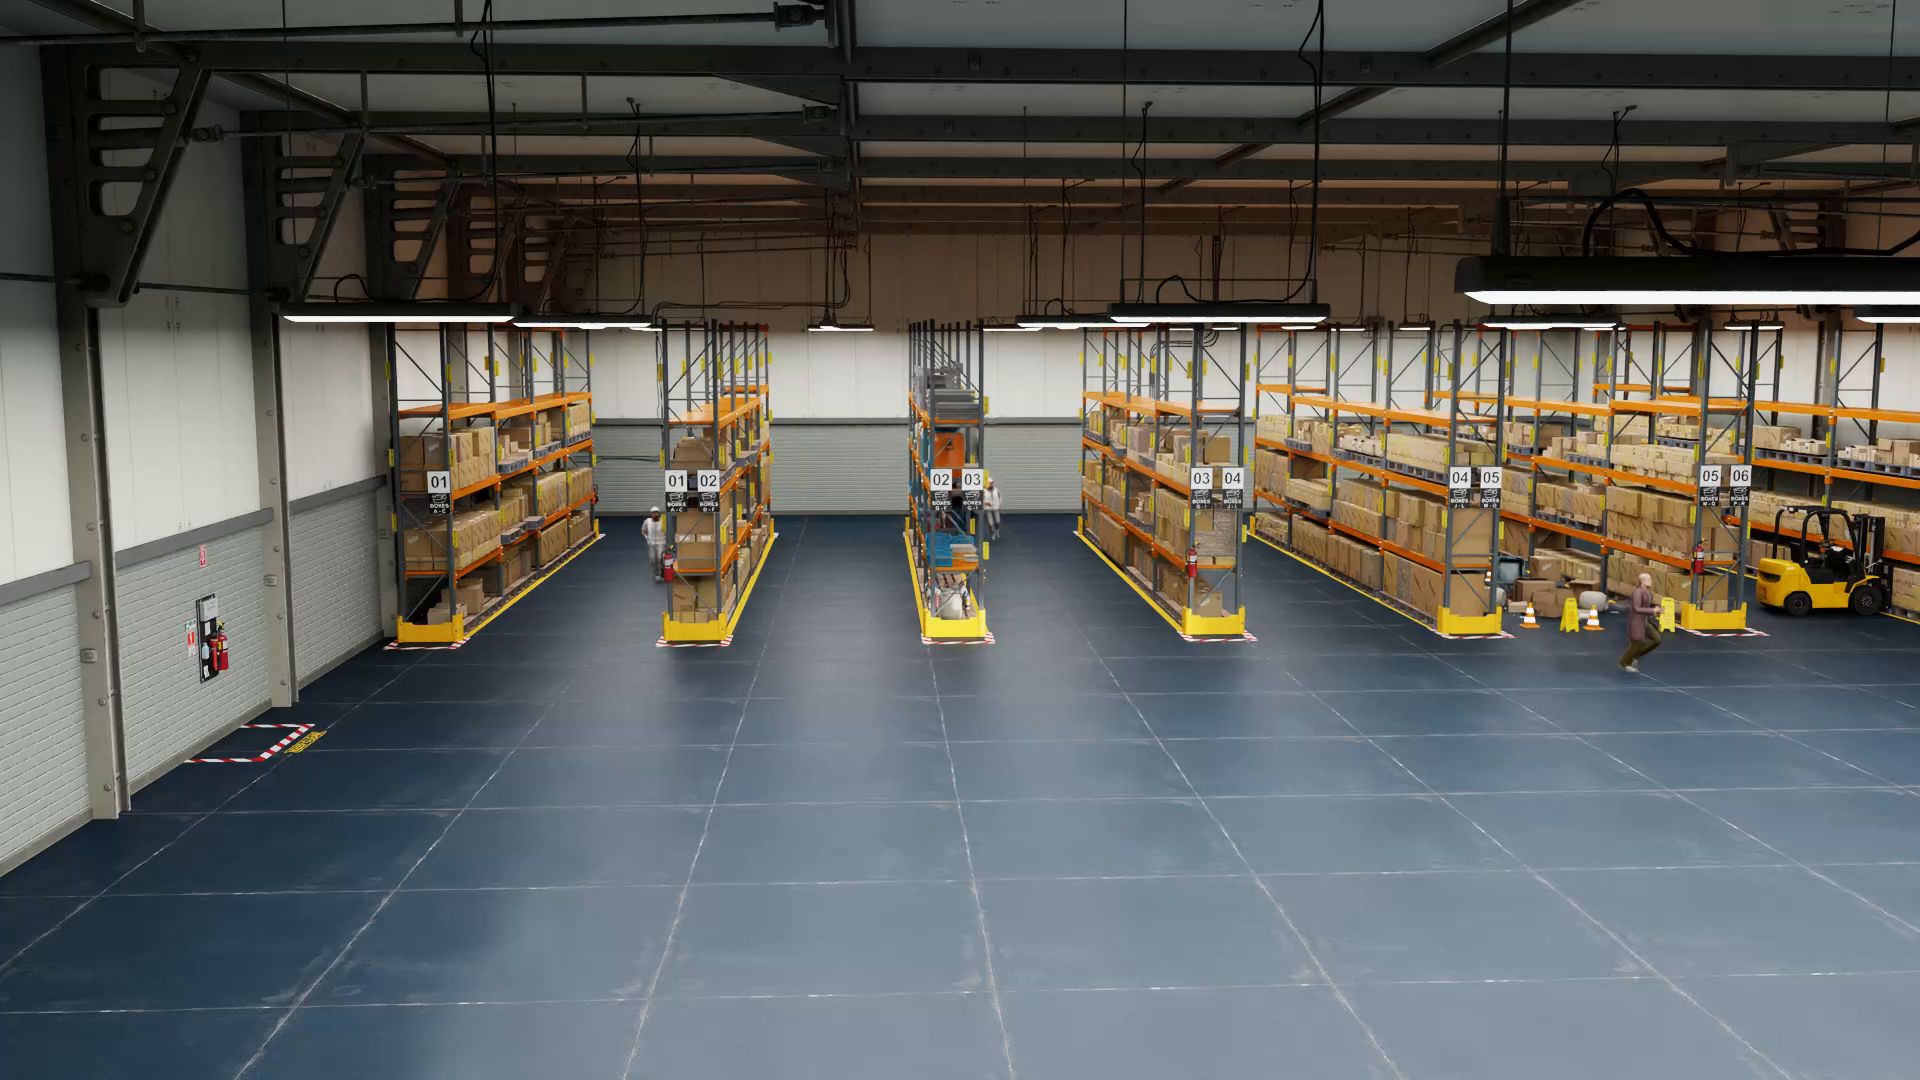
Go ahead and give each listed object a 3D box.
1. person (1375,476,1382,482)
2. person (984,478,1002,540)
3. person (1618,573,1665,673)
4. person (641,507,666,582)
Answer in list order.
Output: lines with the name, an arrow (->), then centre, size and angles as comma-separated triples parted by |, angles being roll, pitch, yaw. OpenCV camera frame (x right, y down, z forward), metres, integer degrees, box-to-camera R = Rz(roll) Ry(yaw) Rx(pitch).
person -> 12.764, -1.154, 49.435 | 0.862, 1.583, 0.675 | 1, 7, 4
person -> 0.882, -0.862, 46.353 | 0.684, 1.726, 0.522 | -1, 7, -10
person -> 11.494, 1.393, 27.986 | 0.759, 1.709, 0.772 | -7, 10, -44
person -> -7.021, 0.109, 38.408 | 0.674, 1.761, 0.643 | -1, 7, -4
